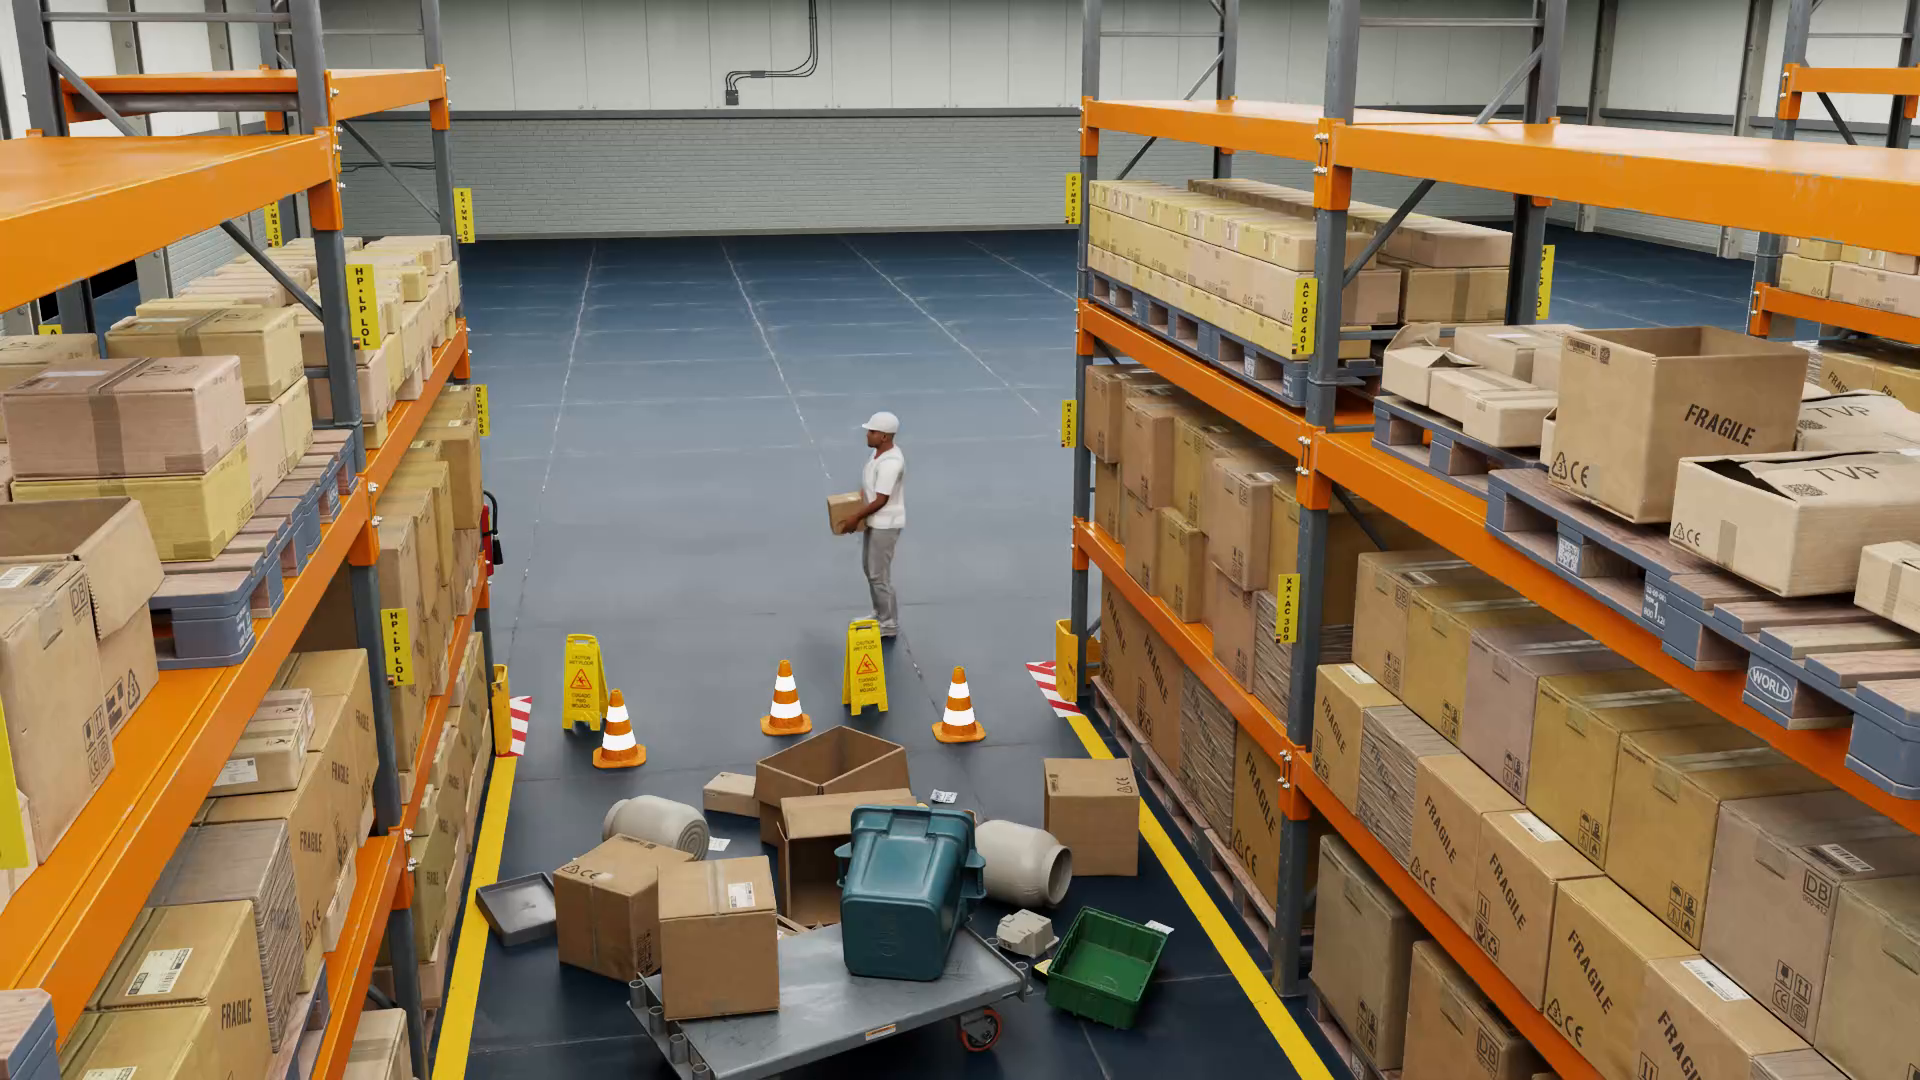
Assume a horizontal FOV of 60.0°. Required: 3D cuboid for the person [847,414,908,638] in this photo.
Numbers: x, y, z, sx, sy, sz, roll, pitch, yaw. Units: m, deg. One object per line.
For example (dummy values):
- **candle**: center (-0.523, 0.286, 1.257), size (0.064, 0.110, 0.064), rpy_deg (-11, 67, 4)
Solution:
- **person**: center (-0.642, -0.116, 12.899), size (0.454, 1.761, 0.636), rpy_deg (-4, 17, -13)
